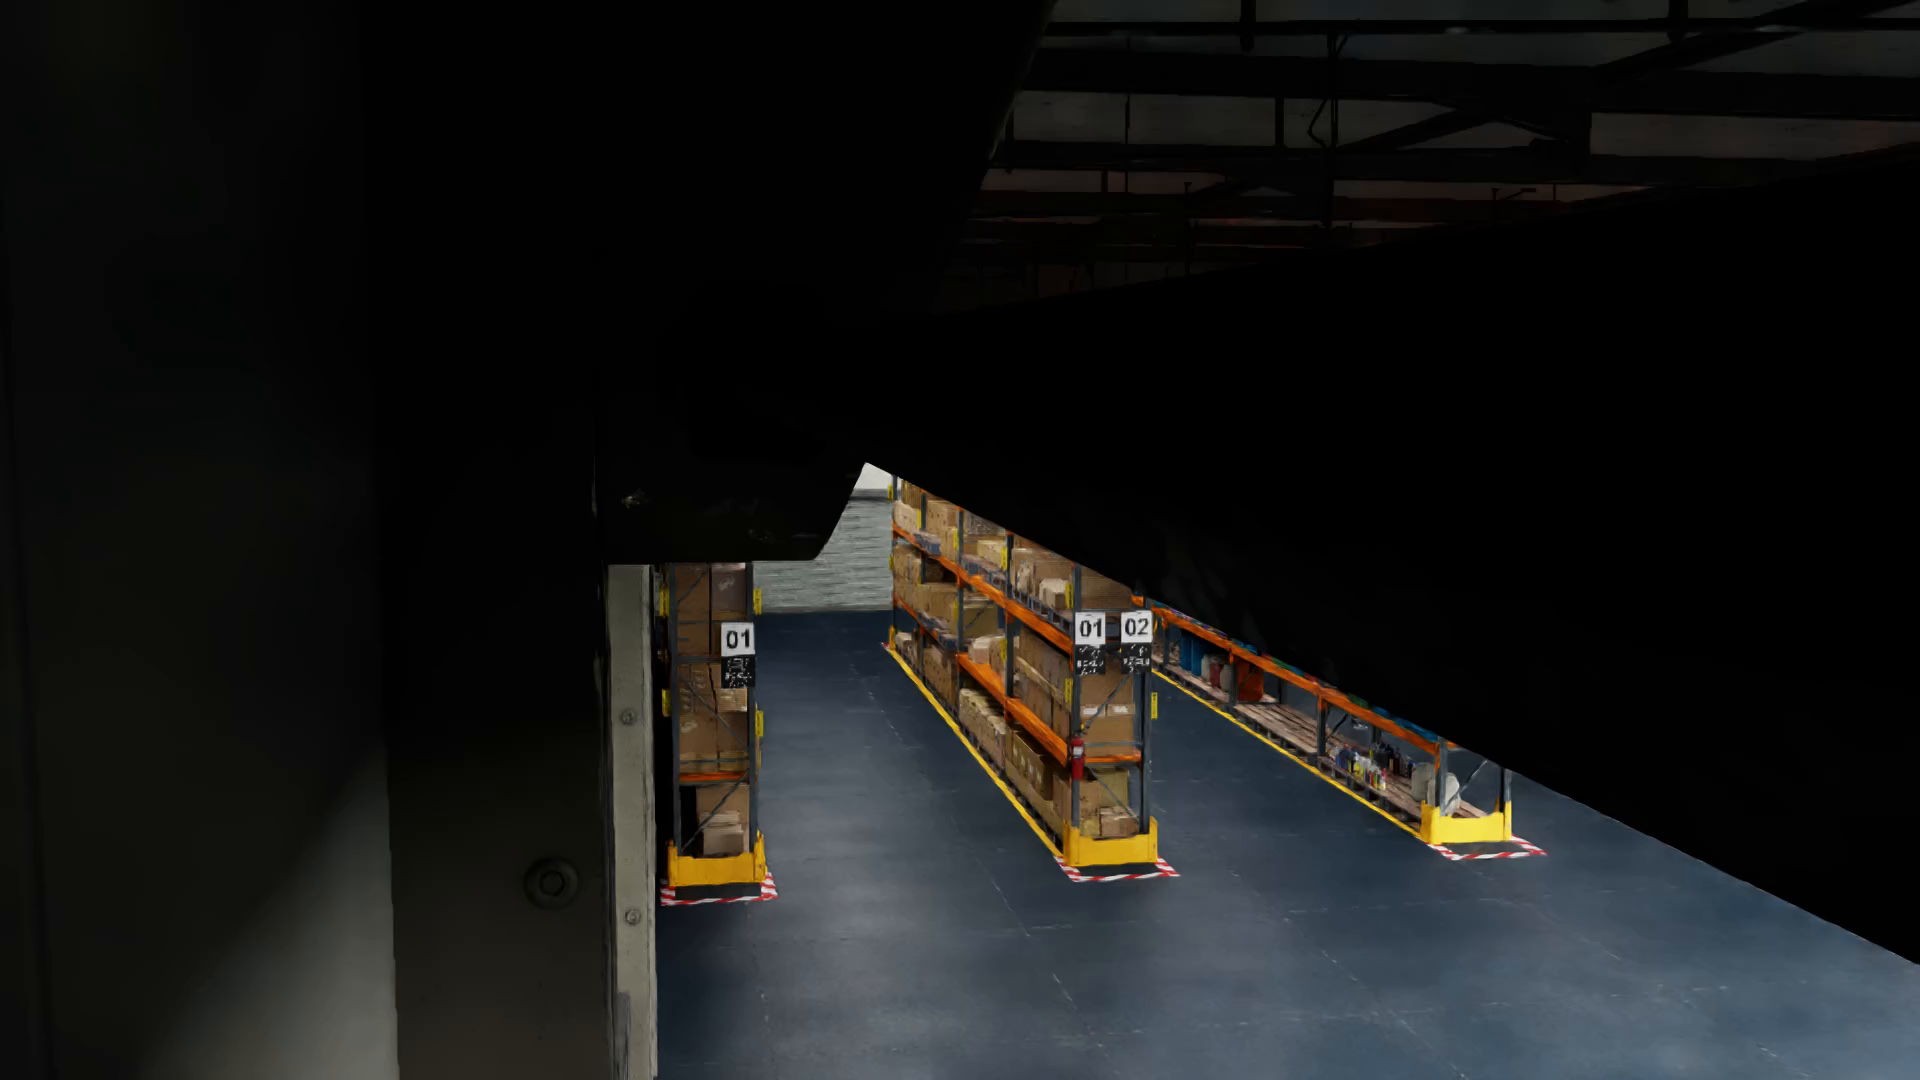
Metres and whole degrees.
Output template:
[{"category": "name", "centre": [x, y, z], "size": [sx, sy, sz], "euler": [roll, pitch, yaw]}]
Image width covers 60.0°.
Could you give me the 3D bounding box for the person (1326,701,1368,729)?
[{"category": "person", "centre": [6.579, 2.474, 28.574], "size": [0.562, 1.527, 0.782], "euler": [-3, 7, -27]}]
